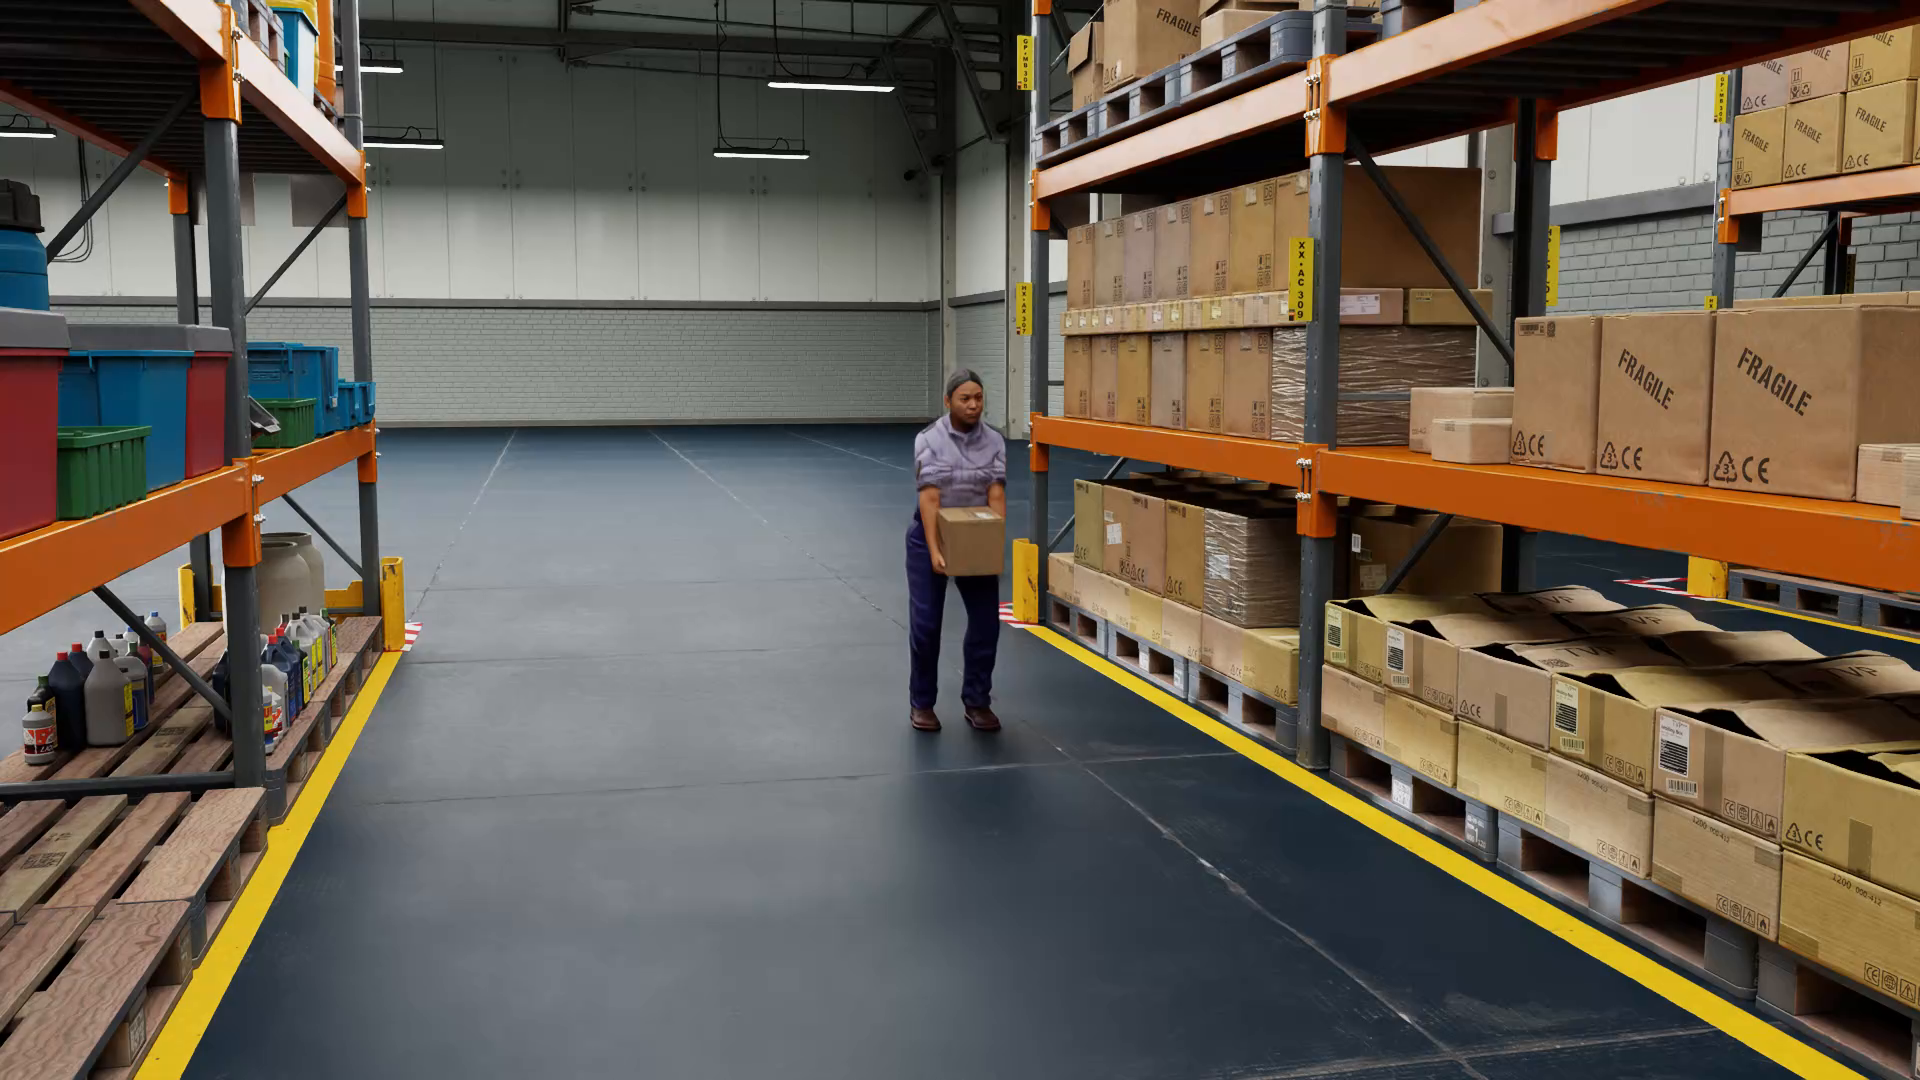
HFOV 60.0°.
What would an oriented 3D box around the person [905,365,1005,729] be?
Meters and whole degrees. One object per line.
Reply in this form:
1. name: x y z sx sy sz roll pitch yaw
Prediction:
1. person: -0.005 0.039 7.498 0.452 1.623 0.519 -2 6 -14
